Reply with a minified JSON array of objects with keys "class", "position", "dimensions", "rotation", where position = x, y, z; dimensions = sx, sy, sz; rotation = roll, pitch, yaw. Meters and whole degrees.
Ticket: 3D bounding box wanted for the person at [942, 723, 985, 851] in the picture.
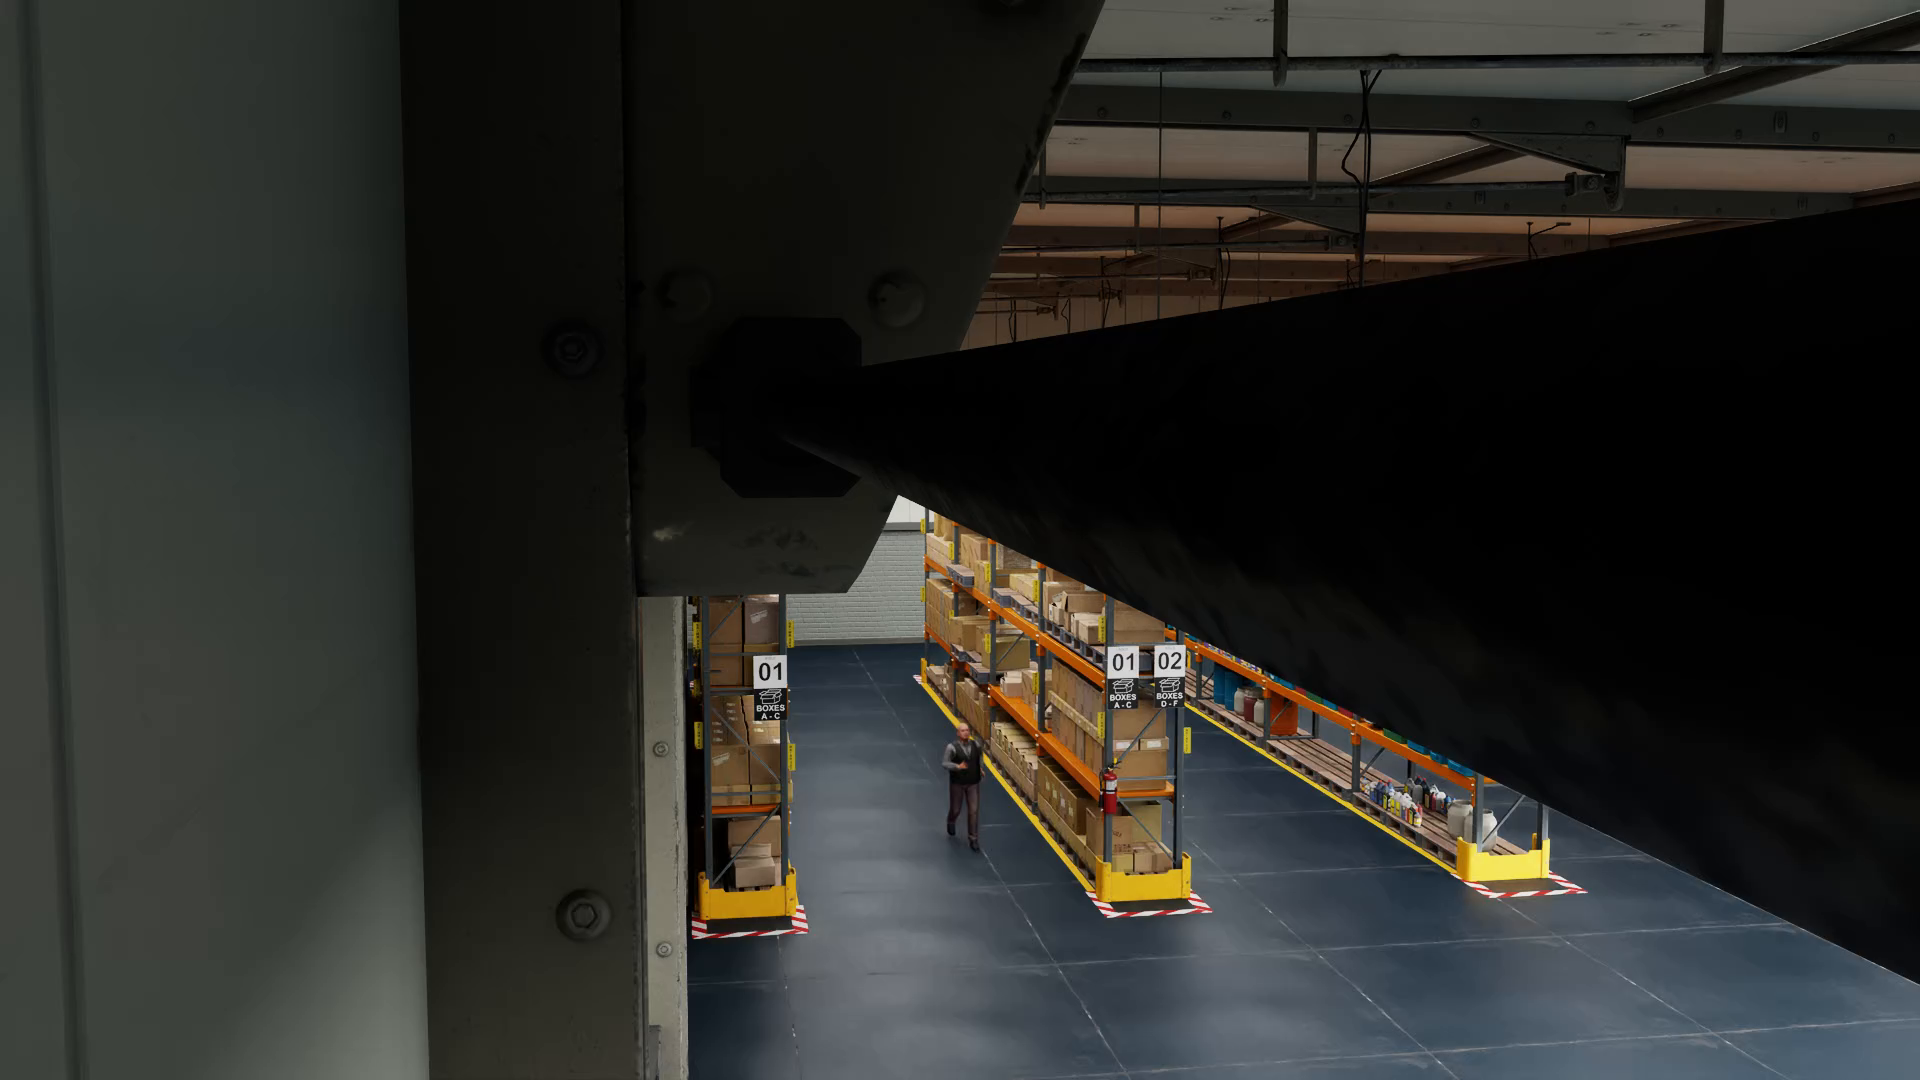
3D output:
[{"class":"person","position":[0.063,3.410,23.264],"dimensions":[0.661,1.700,0.963],"rotation":[-1,5,-15]}]
